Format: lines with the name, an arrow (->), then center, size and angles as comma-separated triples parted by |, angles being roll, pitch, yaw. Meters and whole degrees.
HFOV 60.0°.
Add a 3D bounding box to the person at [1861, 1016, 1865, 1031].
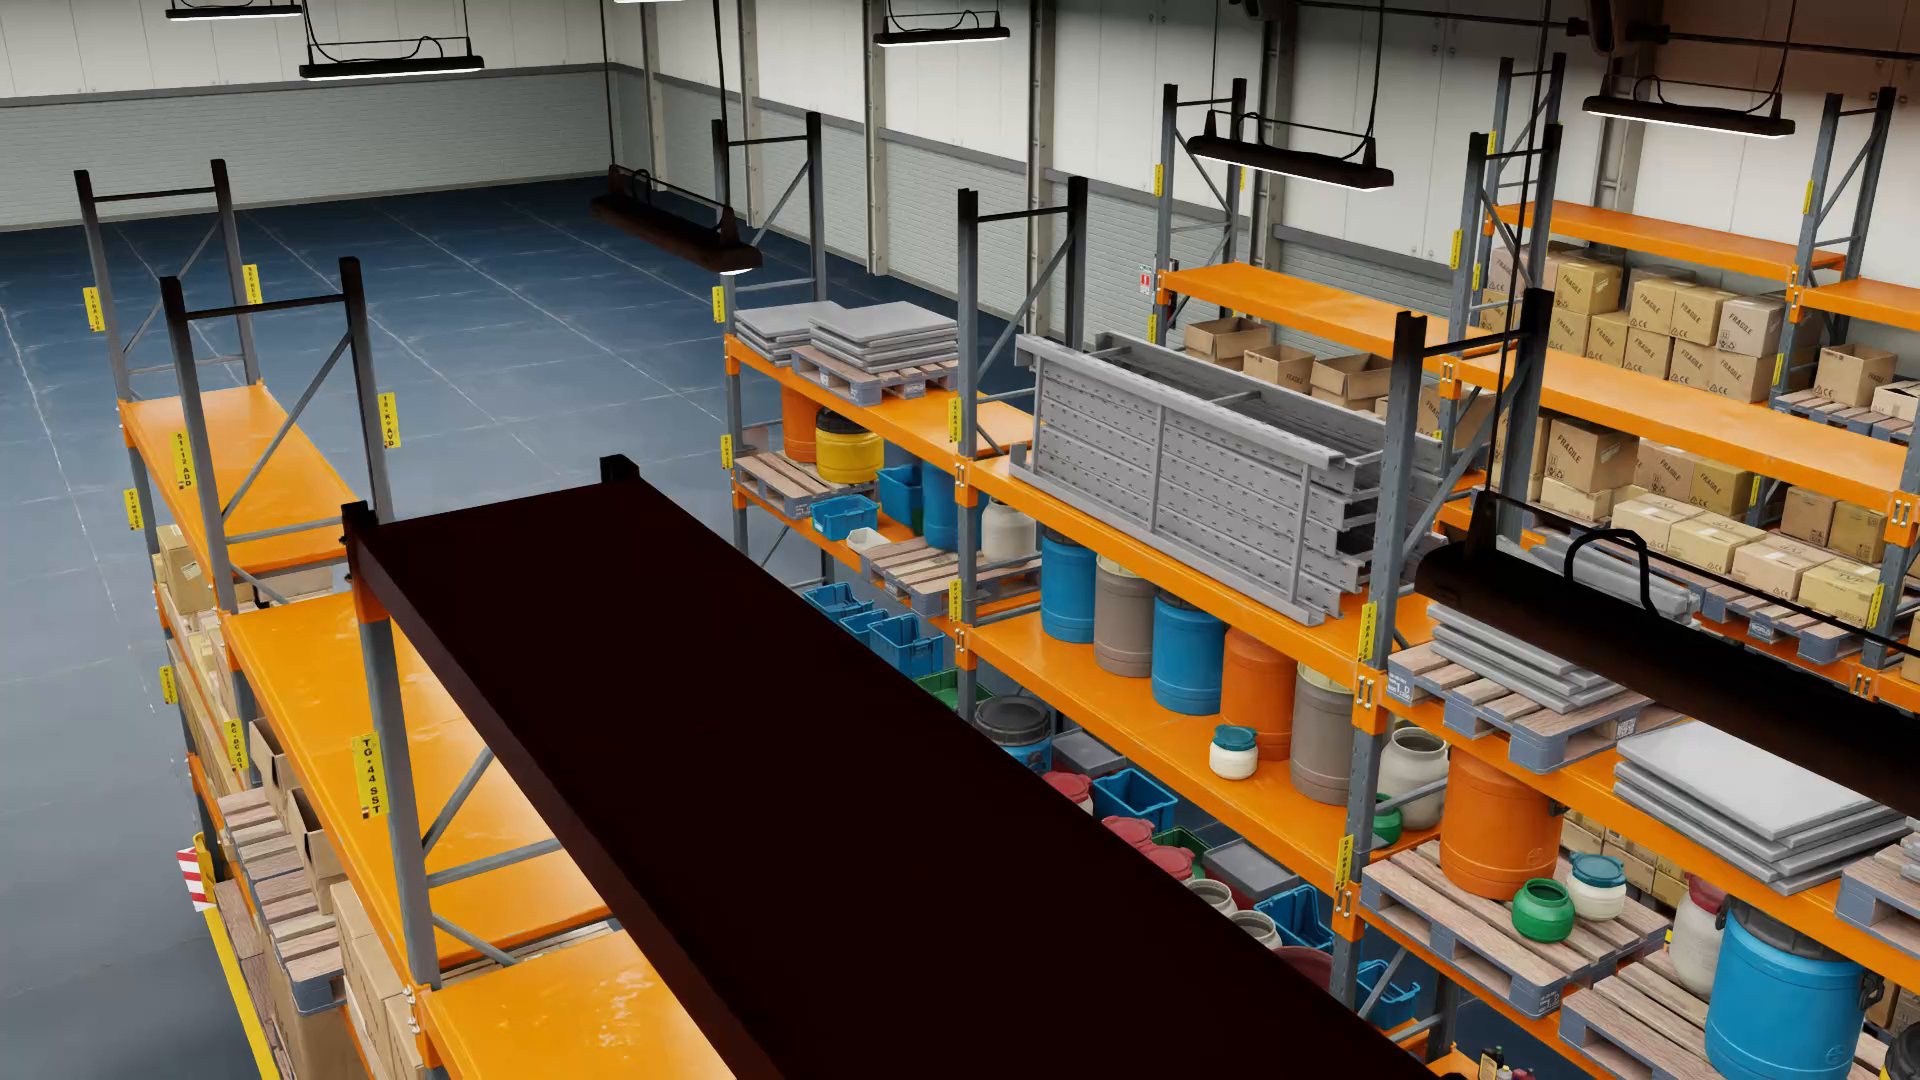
person -> 5.504, 3.458, 10.566 | 0.487, 1.603, 1.043 | -14, 26, -30
